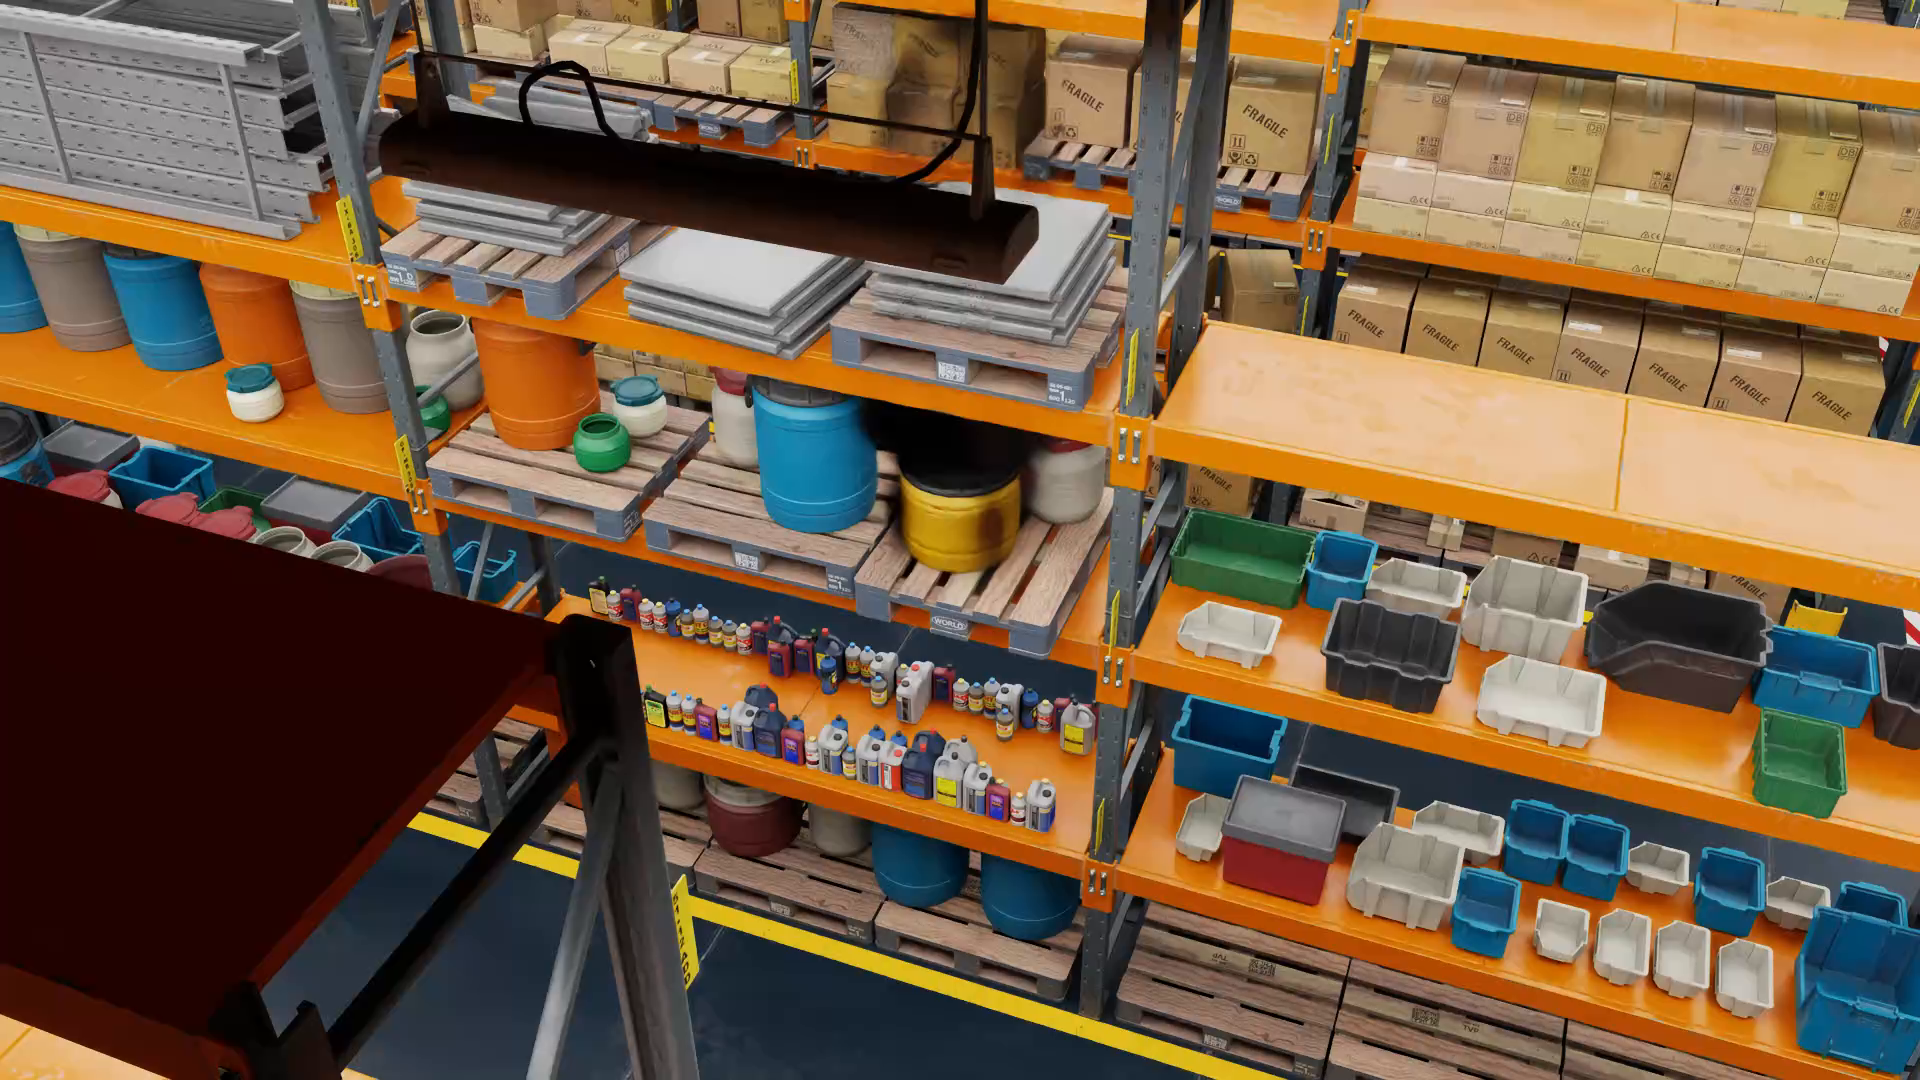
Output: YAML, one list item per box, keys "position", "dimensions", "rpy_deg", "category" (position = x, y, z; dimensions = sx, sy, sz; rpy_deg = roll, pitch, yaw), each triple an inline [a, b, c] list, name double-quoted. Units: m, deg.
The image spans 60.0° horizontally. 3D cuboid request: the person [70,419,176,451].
- position: [-6.369, -0.689, 12.906]
  dimensions: [0.819, 1.735, 0.554]
  rpy_deg: [-23, 42, -27]
  category: "person"
